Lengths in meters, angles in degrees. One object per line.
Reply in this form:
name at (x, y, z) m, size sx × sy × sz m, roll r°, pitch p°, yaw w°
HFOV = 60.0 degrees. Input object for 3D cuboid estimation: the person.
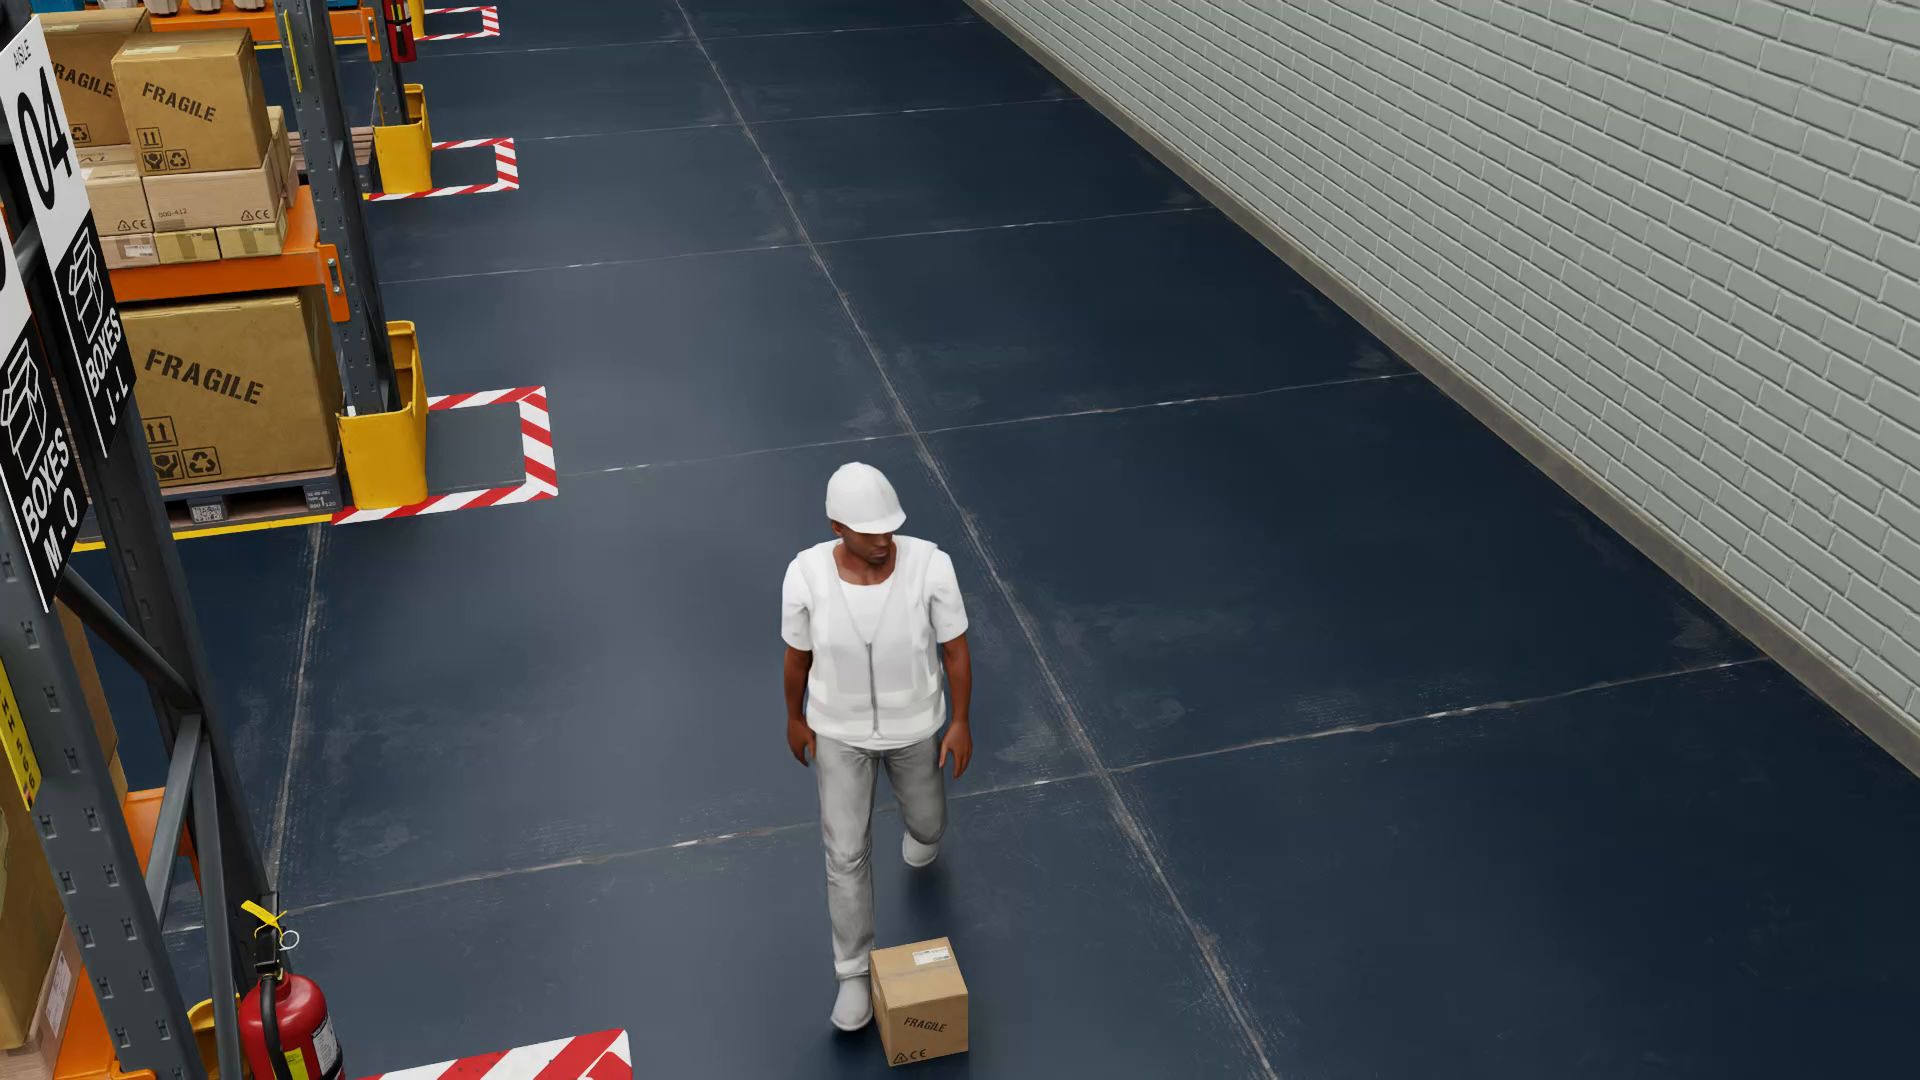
person at (-0.251, 0.587, 5.146) m, size 0.588 × 1.730 × 0.986 m, roll -2°, pitch 30°, yaw -3°
